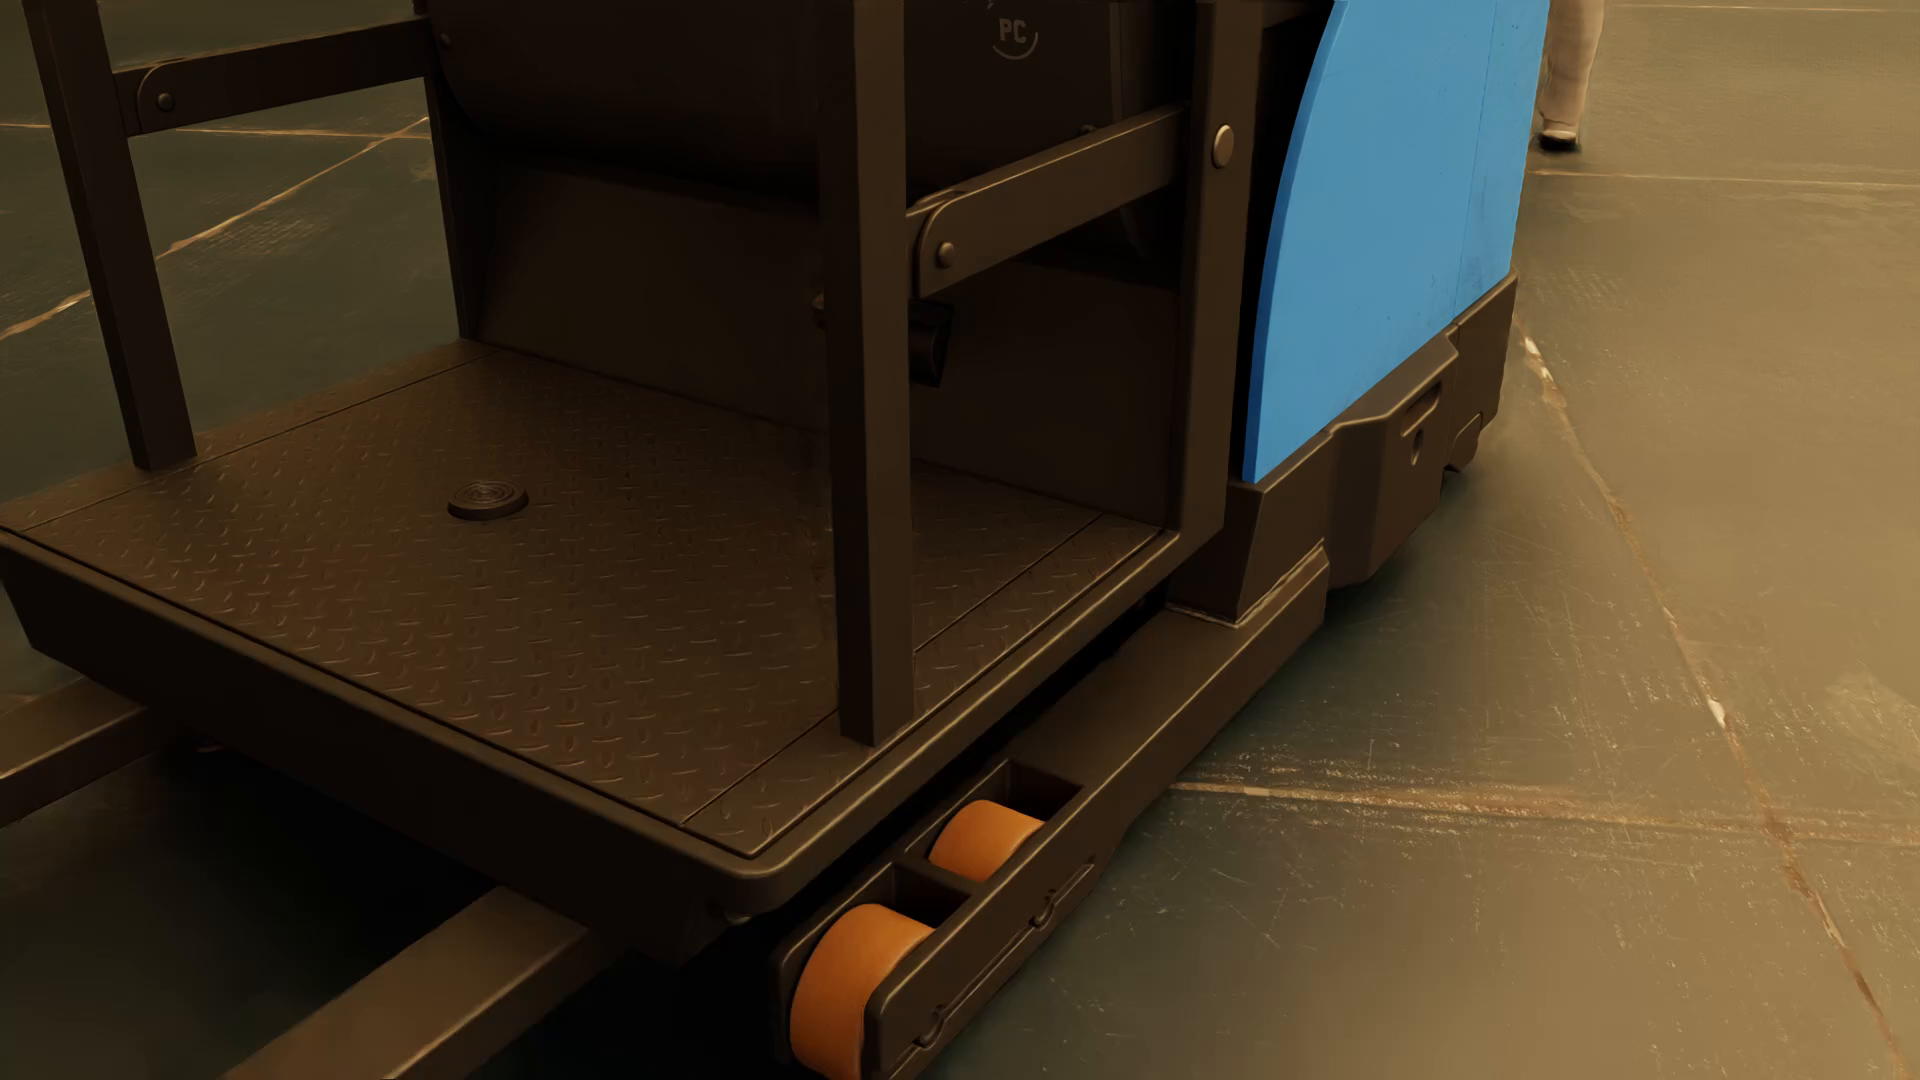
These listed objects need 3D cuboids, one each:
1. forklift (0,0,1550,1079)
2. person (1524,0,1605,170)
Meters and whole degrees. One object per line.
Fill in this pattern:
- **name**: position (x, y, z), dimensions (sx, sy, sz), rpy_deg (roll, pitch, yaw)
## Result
- **forklift**: position (-0.335, -1.054, 1.330), dimensions (1.130, 2.935, 3.031), rpy_deg (16, 31, 30)
- **person**: position (1.591, -1.793, 4.323), dimensions (0.915, 1.681, 0.614), rpy_deg (4, 27, 8)
